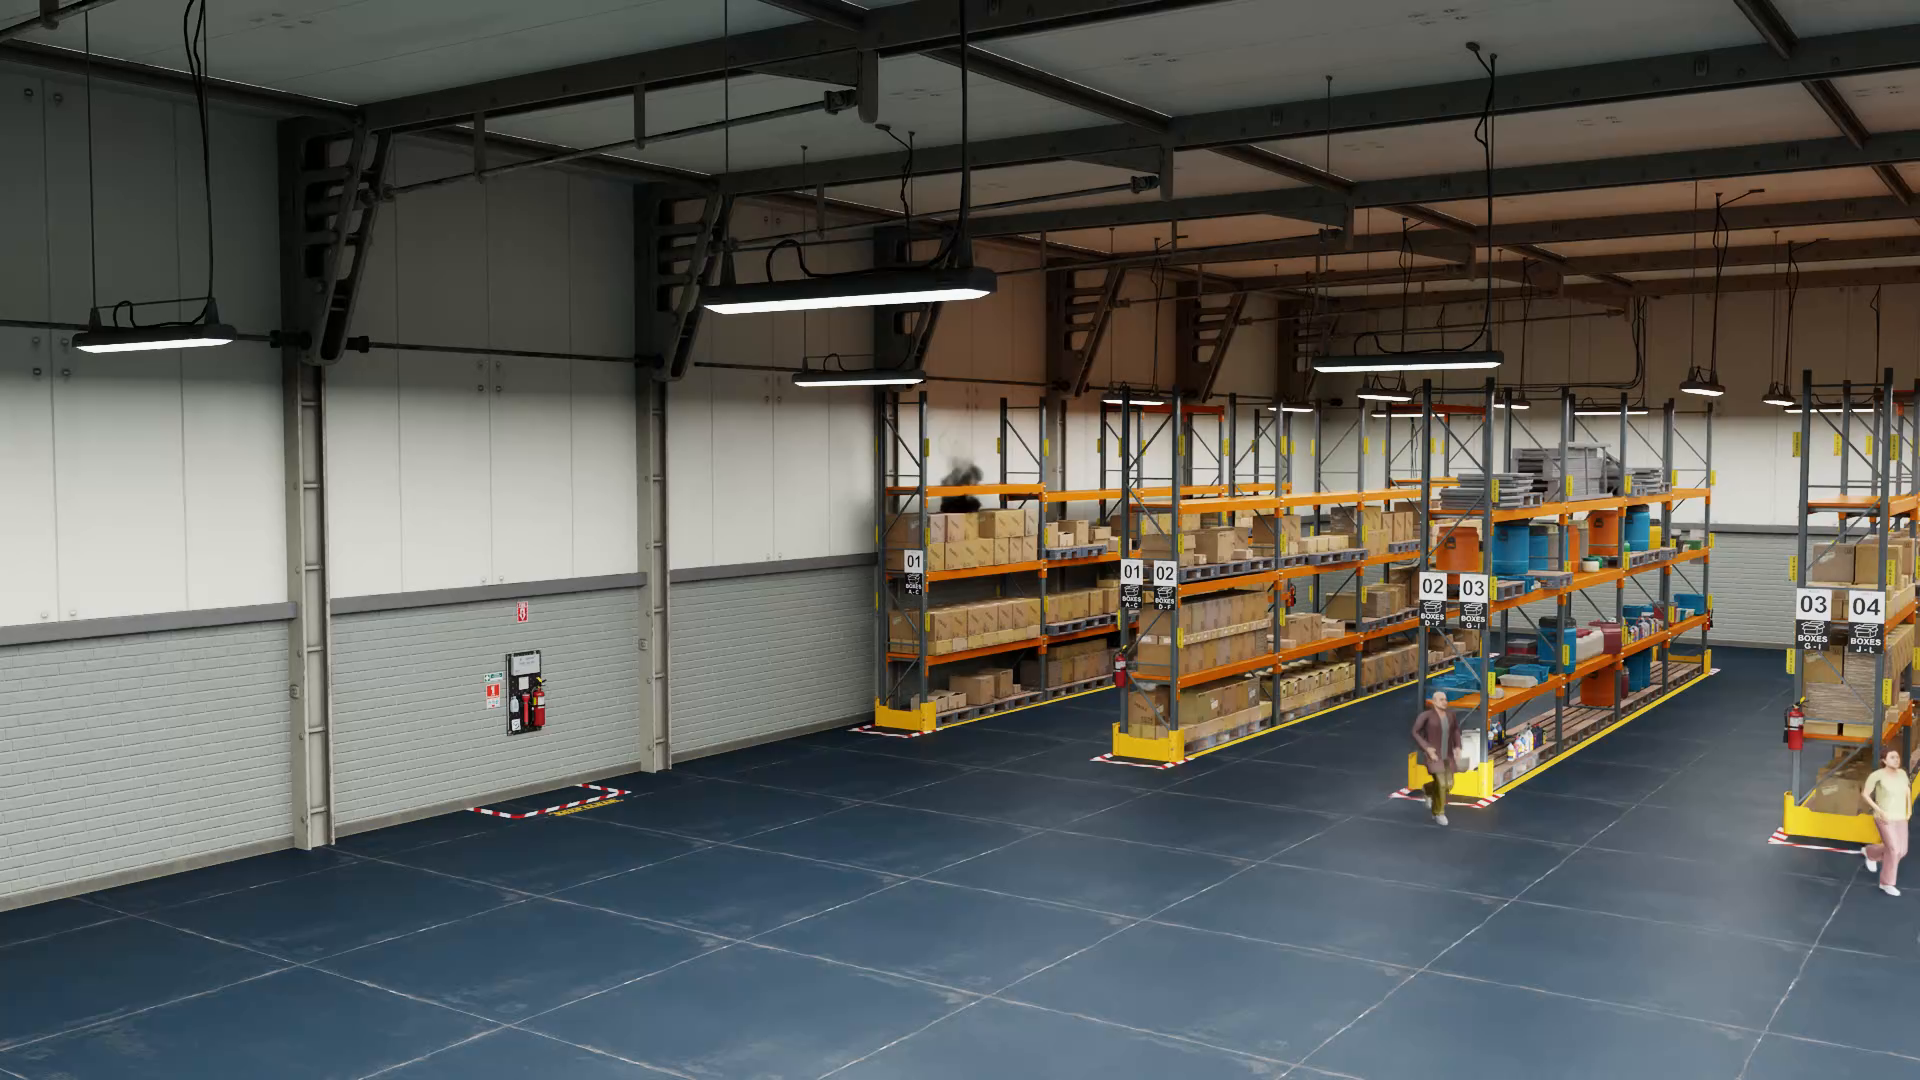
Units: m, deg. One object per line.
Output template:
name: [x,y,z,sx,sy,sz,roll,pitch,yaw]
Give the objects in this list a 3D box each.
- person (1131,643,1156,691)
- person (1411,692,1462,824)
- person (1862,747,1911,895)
person: [3.462,2.426,30.639,0.649,1.740,0.601,2,4,33]
person: [6.405,2.900,22.395,0.746,1.746,0.721,-1,3,-20]
person: [10.473,3.147,18.863,0.588,1.656,0.618,0,3,-8]
